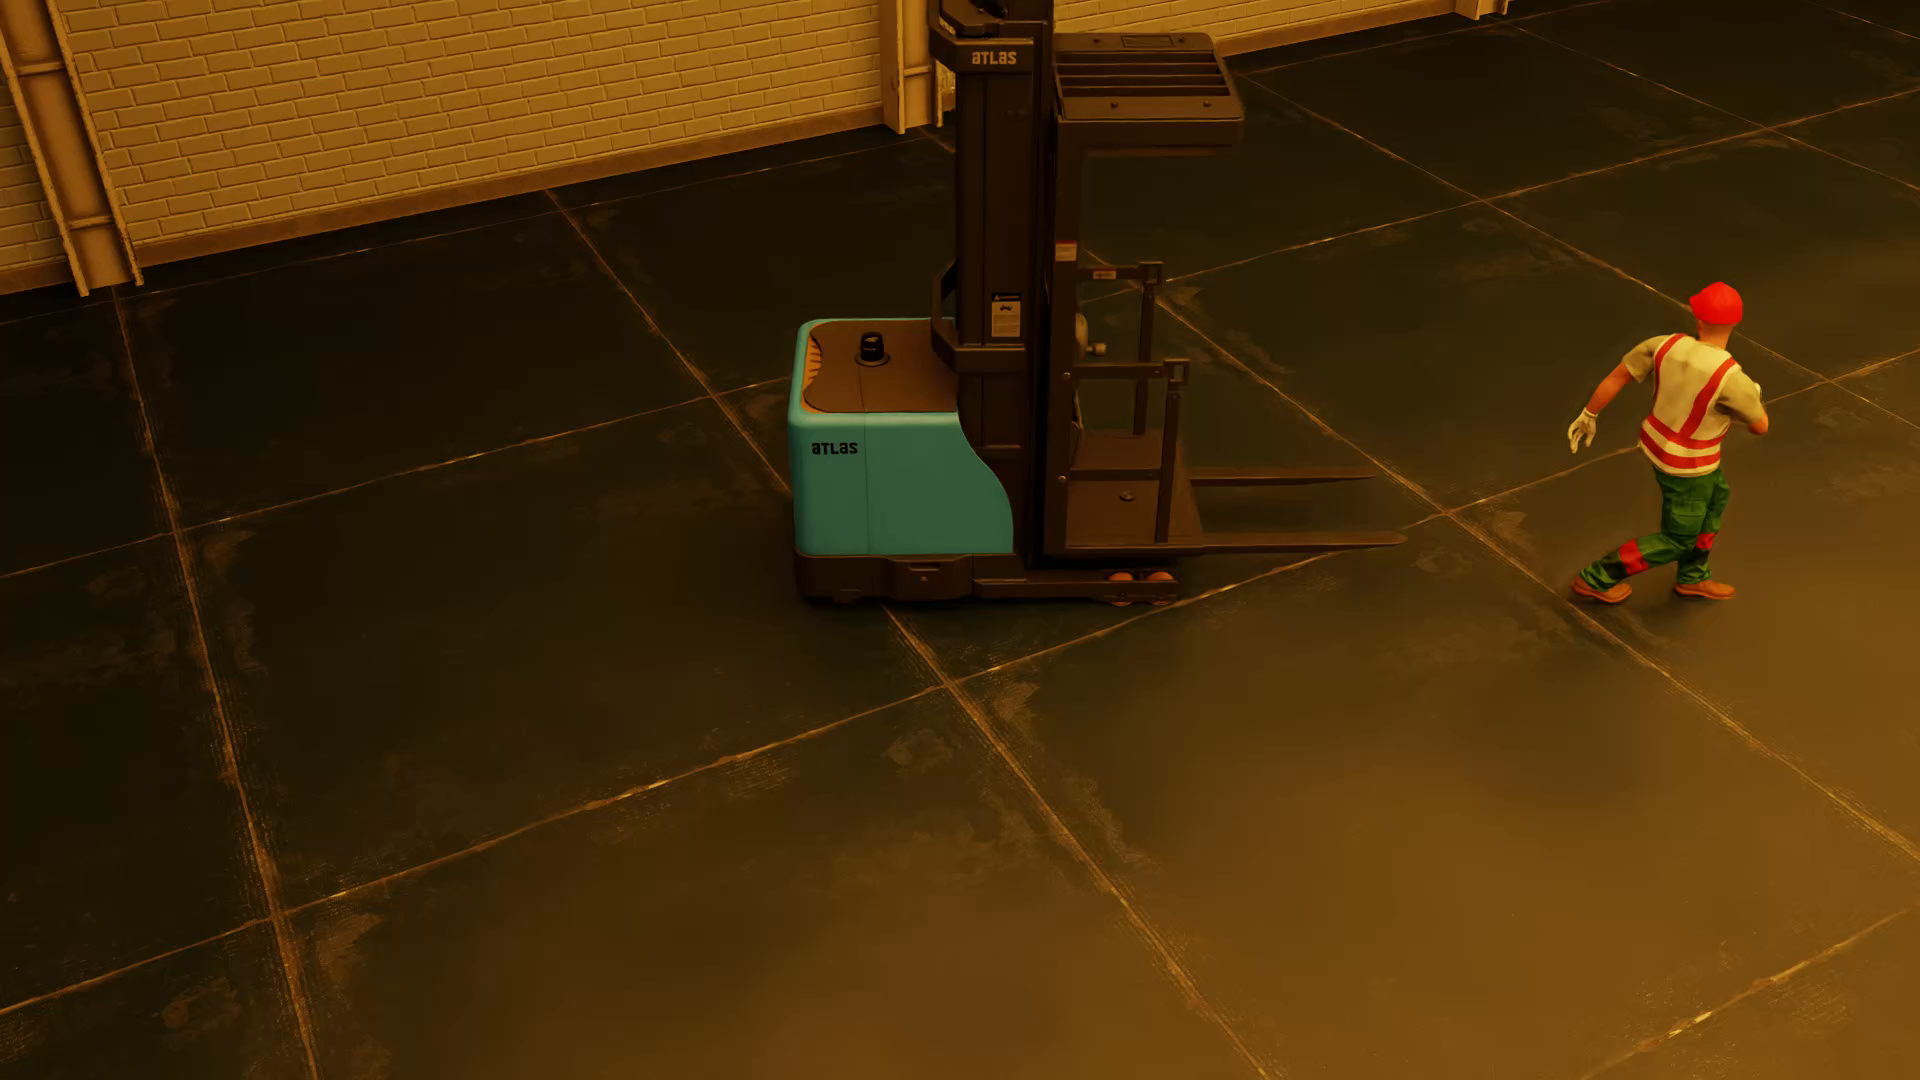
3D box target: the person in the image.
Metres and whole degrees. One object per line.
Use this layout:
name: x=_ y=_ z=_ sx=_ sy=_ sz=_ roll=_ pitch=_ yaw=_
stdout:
person: x=3.391 y=-0.420 z=7.815 sx=0.932 sy=1.698 sz=0.569 roll=-5 pitch=36 yaw=-6

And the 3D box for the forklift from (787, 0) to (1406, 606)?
forklift: x=0.697 y=-1.178 z=7.790 sx=3.031 sy=2.935 sz=1.130 roll=-1 pitch=35 yaw=-1
